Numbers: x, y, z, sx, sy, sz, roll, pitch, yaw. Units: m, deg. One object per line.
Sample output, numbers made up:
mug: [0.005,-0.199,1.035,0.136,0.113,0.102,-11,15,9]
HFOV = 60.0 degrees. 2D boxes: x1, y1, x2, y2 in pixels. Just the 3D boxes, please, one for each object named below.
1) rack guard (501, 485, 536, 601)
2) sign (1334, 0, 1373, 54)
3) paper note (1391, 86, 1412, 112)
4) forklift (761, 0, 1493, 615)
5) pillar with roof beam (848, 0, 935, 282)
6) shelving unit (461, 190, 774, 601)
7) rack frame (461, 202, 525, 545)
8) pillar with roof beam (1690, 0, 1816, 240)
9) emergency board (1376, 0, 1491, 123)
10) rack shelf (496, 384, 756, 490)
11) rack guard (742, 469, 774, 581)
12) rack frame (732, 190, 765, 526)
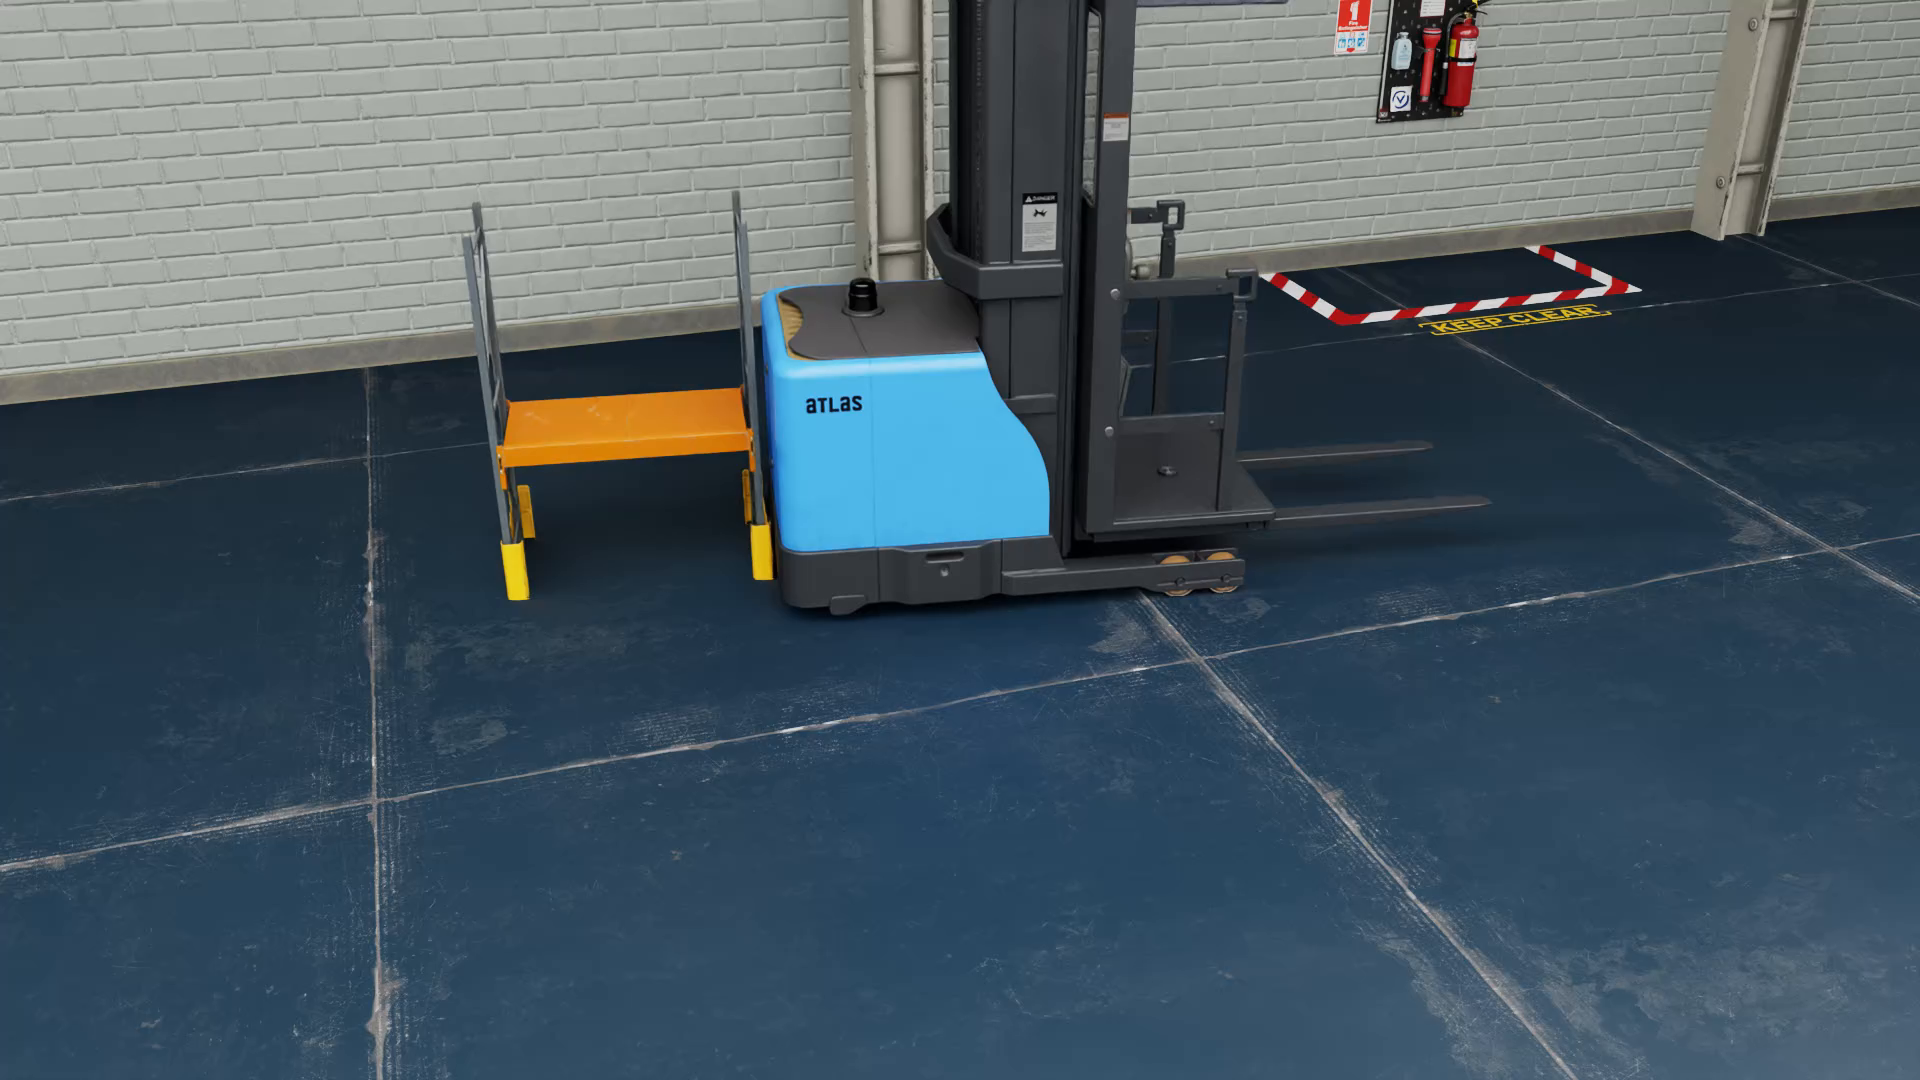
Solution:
rack guard: [-1.846,0.005,6.959,0.087,0.250,0.587,-5,27,-9]
sign: [2.405,-3.145,10.172,0.234,0.329,0.001,-8,28,-16]
paper note: [2.773,-2.772,10.451,0.142,0.148,0.016,-8,28,-16]
forklift: [0.719,-1.309,6.591,3.031,2.935,1.130,-4,27,-8]
pillar with roof beam: [0.953,-3.527,4.234,0.400,9.000,9.100,-8,28,-16]
shelving unit: [-1.356,-0.594,6.760,1.083,1.500,0.587,-5,27,-9]
rack frame: [-1.865,-0.553,6.678,0.032,1.500,0.500,-5,27,-9]
pillar with roof beam: [6.658,-4.353,5.898,0.400,9.000,9.100,-8,28,-16]
emergency board: [2.963,-3.162,10.246,0.643,1.169,0.194,-8,28,-16]
rack shelf: [-1.365,-0.432,6.839,1.000,0.185,0.538,-5,27,-9]
rack guard: [-0.866,-0.074,7.117,0.087,0.250,0.587,-5,27,-9]
rack frame: [-0.865,-0.633,6.839,0.032,1.500,0.500,-5,27,-9]
